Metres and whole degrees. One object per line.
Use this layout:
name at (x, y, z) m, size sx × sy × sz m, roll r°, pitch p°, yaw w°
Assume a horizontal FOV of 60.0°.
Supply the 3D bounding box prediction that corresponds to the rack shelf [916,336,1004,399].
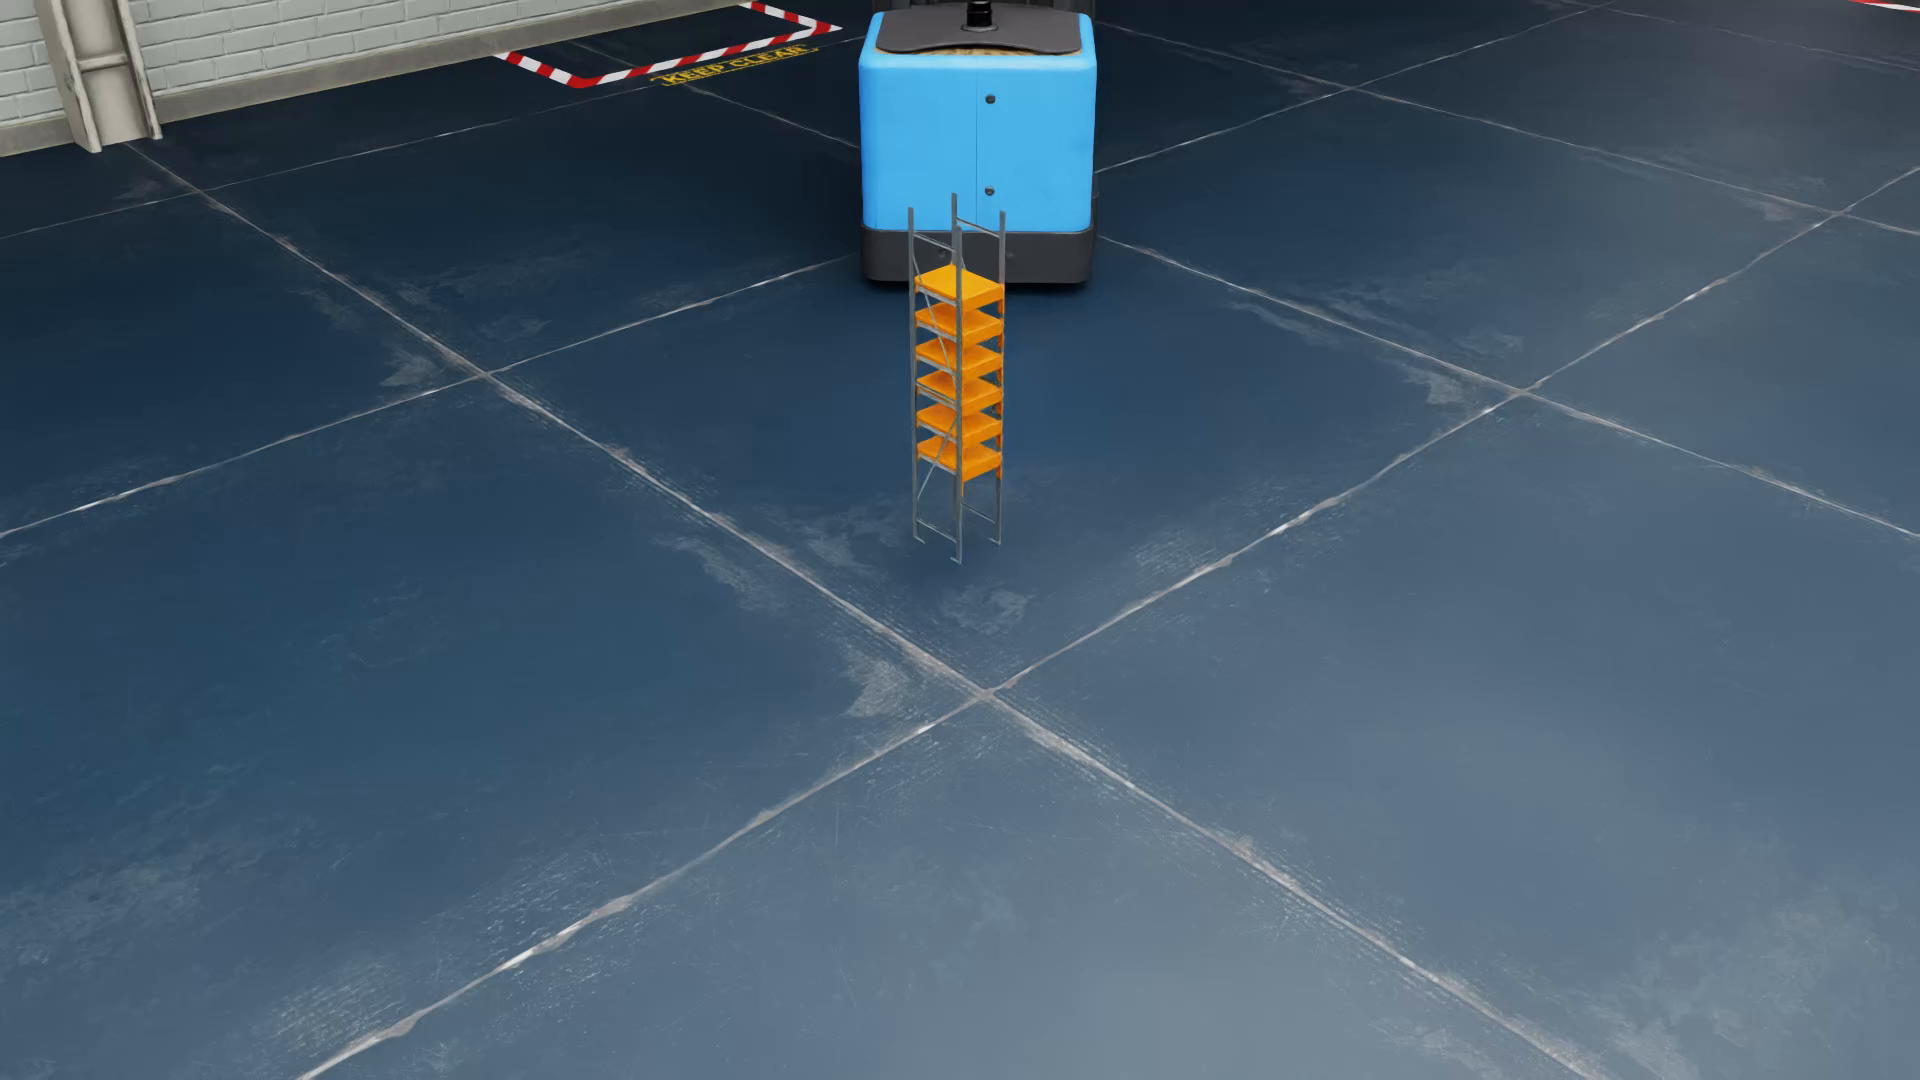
rack shelf at (-0.011, -0.571, 5.389) m, size 0.180 × 0.103 × 0.258 m, roll -26°, pitch 40°, yaw -35°

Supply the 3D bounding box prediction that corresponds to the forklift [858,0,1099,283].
forklift at (0.123, -3.143, 8.081) m, size 1.130 × 2.935 × 3.031 m, roll 1°, pitch 31°, yaw 2°

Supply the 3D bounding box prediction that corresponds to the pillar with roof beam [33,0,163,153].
pillar with roof beam at (-1.876, -4.479, 4.449) m, size 0.400 × 9.000 × 9.100 m, roll -26°, pitch 40°, yaw -35°

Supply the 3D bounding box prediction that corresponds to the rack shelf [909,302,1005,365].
rack shelf at (-0.011, -0.674, 5.327) m, size 0.180 × 0.103 × 0.258 m, roll -26°, pitch 40°, yaw -35°

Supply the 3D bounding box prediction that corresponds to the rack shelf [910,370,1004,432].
rack shelf at (-0.011, -0.469, 5.452) m, size 0.180 × 0.103 × 0.258 m, roll -26°, pitch 40°, yaw -35°

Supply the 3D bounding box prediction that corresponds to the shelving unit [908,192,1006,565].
shelving unit at (-0.011, -0.507, 5.429) m, size 0.189 × 1.200 × 0.258 m, roll -26°, pitch 40°, yaw -35°

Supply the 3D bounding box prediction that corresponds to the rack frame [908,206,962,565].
rack frame at (-0.078, -0.474, 5.376) m, size 0.006 × 1.200 × 0.240 m, roll -26°, pitch 40°, yaw -35°

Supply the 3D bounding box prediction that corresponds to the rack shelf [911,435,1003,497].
rack shelf at (-0.011, -0.264, 5.577) m, size 0.180 × 0.103 × 0.258 m, roll -26°, pitch 40°, yaw -35°

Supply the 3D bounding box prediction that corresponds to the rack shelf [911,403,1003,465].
rack shelf at (-0.011, -0.366, 5.514) m, size 0.180 × 0.103 × 0.258 m, roll -26°, pitch 40°, yaw -35°

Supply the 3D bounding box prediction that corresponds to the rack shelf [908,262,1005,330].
rack shelf at (-0.011, -0.776, 5.264) m, size 0.180 × 0.103 × 0.258 m, roll -26°, pitch 40°, yaw -35°

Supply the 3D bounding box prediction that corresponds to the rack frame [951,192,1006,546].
rack frame at (0.056, -0.539, 5.482) m, size 0.006 × 1.200 × 0.240 m, roll -26°, pitch 40°, yaw -35°
